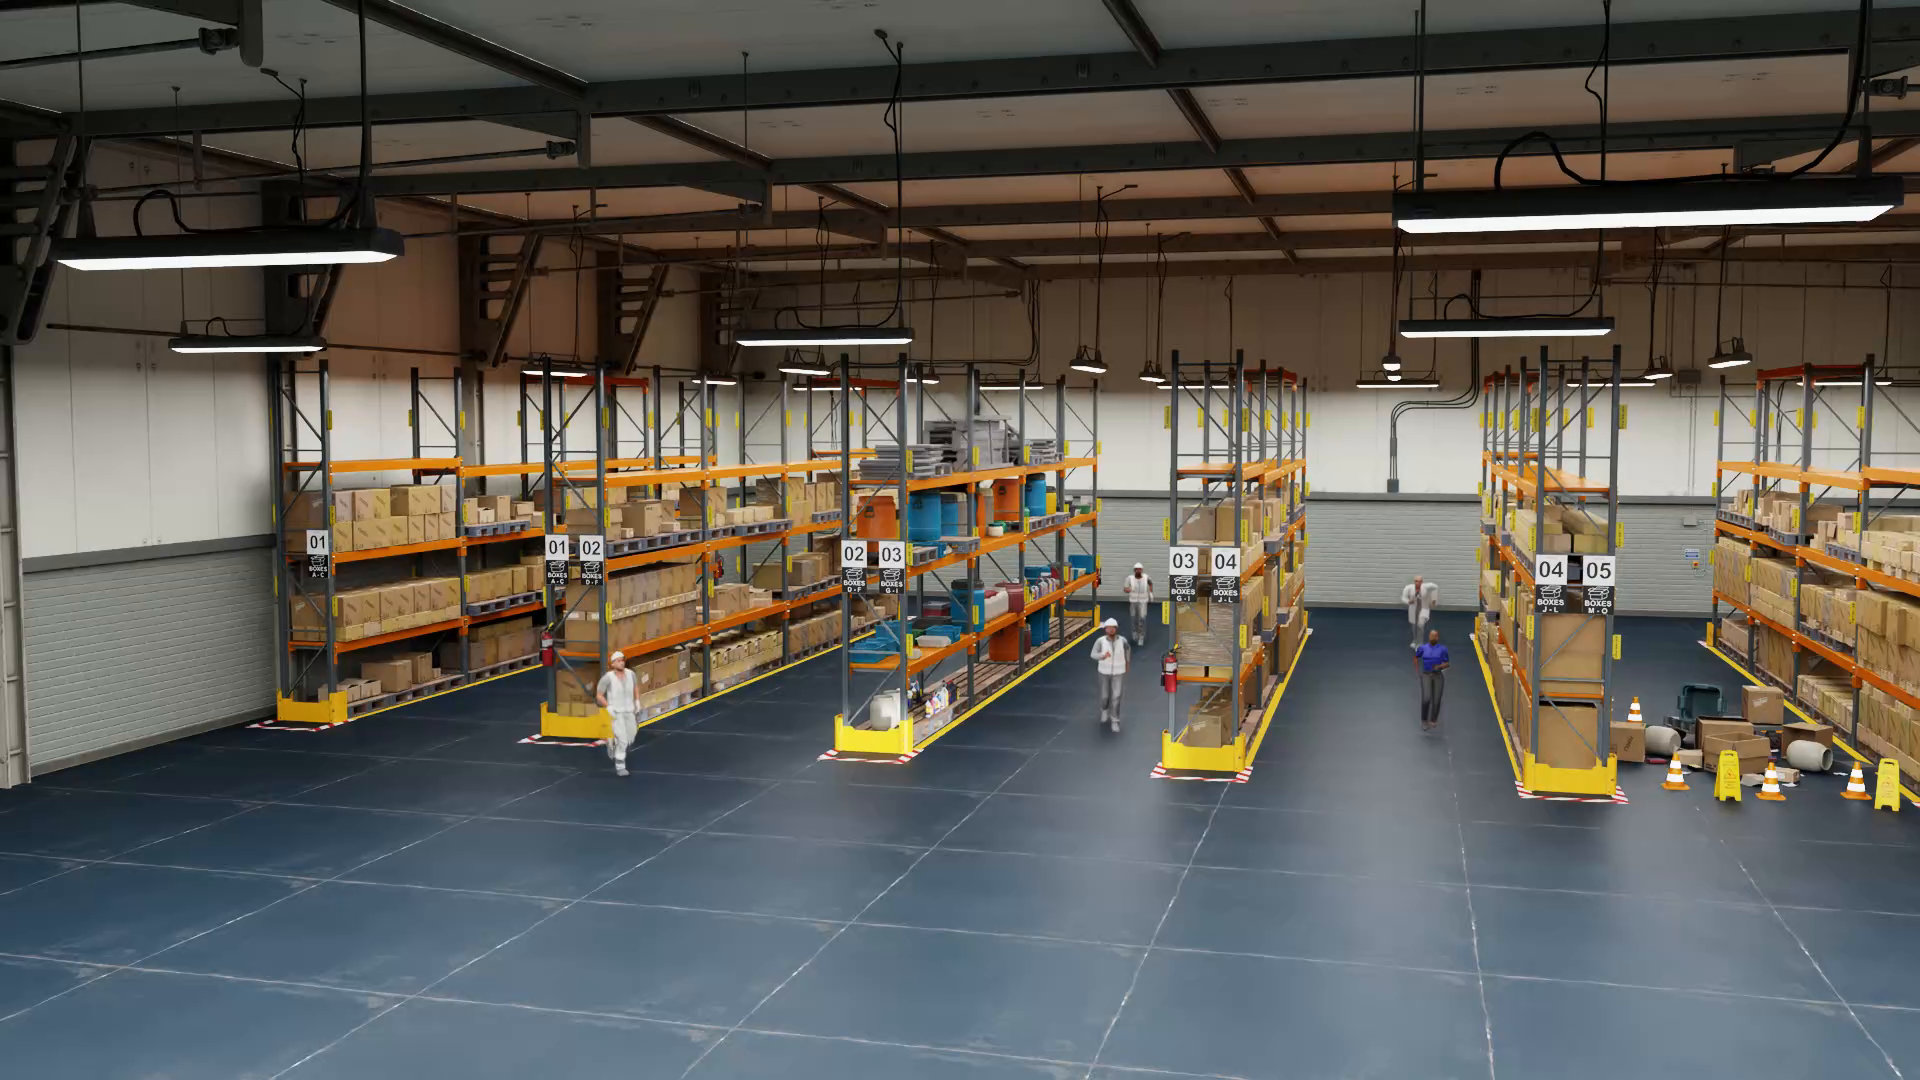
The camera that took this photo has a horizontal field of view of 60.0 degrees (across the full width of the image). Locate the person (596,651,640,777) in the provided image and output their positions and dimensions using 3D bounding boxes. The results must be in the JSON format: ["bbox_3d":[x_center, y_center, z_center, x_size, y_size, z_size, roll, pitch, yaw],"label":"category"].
[{"bbox_3d":[-4.854,2.438,23.565,0.667,1.760,0.664,-3,5,-40],"label":"person"}]

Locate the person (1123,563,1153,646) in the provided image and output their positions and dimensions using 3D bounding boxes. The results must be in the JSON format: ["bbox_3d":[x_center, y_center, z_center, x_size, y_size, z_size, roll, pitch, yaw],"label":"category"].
[{"bbox_3d":[3.994,1.420,37.262,0.665,1.834,0.892,0,4,7],"label":"person"}]

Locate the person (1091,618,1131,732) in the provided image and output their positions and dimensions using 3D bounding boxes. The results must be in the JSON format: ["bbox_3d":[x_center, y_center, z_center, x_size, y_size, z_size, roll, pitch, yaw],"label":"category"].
[{"bbox_3d":[2.447,2.153,26.965,0.667,1.780,0.925,0,4,1],"label":"person"}]

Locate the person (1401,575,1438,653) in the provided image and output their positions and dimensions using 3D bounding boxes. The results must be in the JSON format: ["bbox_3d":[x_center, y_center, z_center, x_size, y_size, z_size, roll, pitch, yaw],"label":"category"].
[{"bbox_3d":[9.919,1.602,35.919,0.752,1.755,1.079,1,4,18],"label":"person"}]

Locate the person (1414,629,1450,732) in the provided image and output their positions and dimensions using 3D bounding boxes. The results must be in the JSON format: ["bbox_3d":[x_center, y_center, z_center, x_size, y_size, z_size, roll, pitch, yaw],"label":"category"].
[{"bbox_3d":[7.581,2.258,26.740,0.542,1.657,0.684,1,4,12],"label":"person"}]
